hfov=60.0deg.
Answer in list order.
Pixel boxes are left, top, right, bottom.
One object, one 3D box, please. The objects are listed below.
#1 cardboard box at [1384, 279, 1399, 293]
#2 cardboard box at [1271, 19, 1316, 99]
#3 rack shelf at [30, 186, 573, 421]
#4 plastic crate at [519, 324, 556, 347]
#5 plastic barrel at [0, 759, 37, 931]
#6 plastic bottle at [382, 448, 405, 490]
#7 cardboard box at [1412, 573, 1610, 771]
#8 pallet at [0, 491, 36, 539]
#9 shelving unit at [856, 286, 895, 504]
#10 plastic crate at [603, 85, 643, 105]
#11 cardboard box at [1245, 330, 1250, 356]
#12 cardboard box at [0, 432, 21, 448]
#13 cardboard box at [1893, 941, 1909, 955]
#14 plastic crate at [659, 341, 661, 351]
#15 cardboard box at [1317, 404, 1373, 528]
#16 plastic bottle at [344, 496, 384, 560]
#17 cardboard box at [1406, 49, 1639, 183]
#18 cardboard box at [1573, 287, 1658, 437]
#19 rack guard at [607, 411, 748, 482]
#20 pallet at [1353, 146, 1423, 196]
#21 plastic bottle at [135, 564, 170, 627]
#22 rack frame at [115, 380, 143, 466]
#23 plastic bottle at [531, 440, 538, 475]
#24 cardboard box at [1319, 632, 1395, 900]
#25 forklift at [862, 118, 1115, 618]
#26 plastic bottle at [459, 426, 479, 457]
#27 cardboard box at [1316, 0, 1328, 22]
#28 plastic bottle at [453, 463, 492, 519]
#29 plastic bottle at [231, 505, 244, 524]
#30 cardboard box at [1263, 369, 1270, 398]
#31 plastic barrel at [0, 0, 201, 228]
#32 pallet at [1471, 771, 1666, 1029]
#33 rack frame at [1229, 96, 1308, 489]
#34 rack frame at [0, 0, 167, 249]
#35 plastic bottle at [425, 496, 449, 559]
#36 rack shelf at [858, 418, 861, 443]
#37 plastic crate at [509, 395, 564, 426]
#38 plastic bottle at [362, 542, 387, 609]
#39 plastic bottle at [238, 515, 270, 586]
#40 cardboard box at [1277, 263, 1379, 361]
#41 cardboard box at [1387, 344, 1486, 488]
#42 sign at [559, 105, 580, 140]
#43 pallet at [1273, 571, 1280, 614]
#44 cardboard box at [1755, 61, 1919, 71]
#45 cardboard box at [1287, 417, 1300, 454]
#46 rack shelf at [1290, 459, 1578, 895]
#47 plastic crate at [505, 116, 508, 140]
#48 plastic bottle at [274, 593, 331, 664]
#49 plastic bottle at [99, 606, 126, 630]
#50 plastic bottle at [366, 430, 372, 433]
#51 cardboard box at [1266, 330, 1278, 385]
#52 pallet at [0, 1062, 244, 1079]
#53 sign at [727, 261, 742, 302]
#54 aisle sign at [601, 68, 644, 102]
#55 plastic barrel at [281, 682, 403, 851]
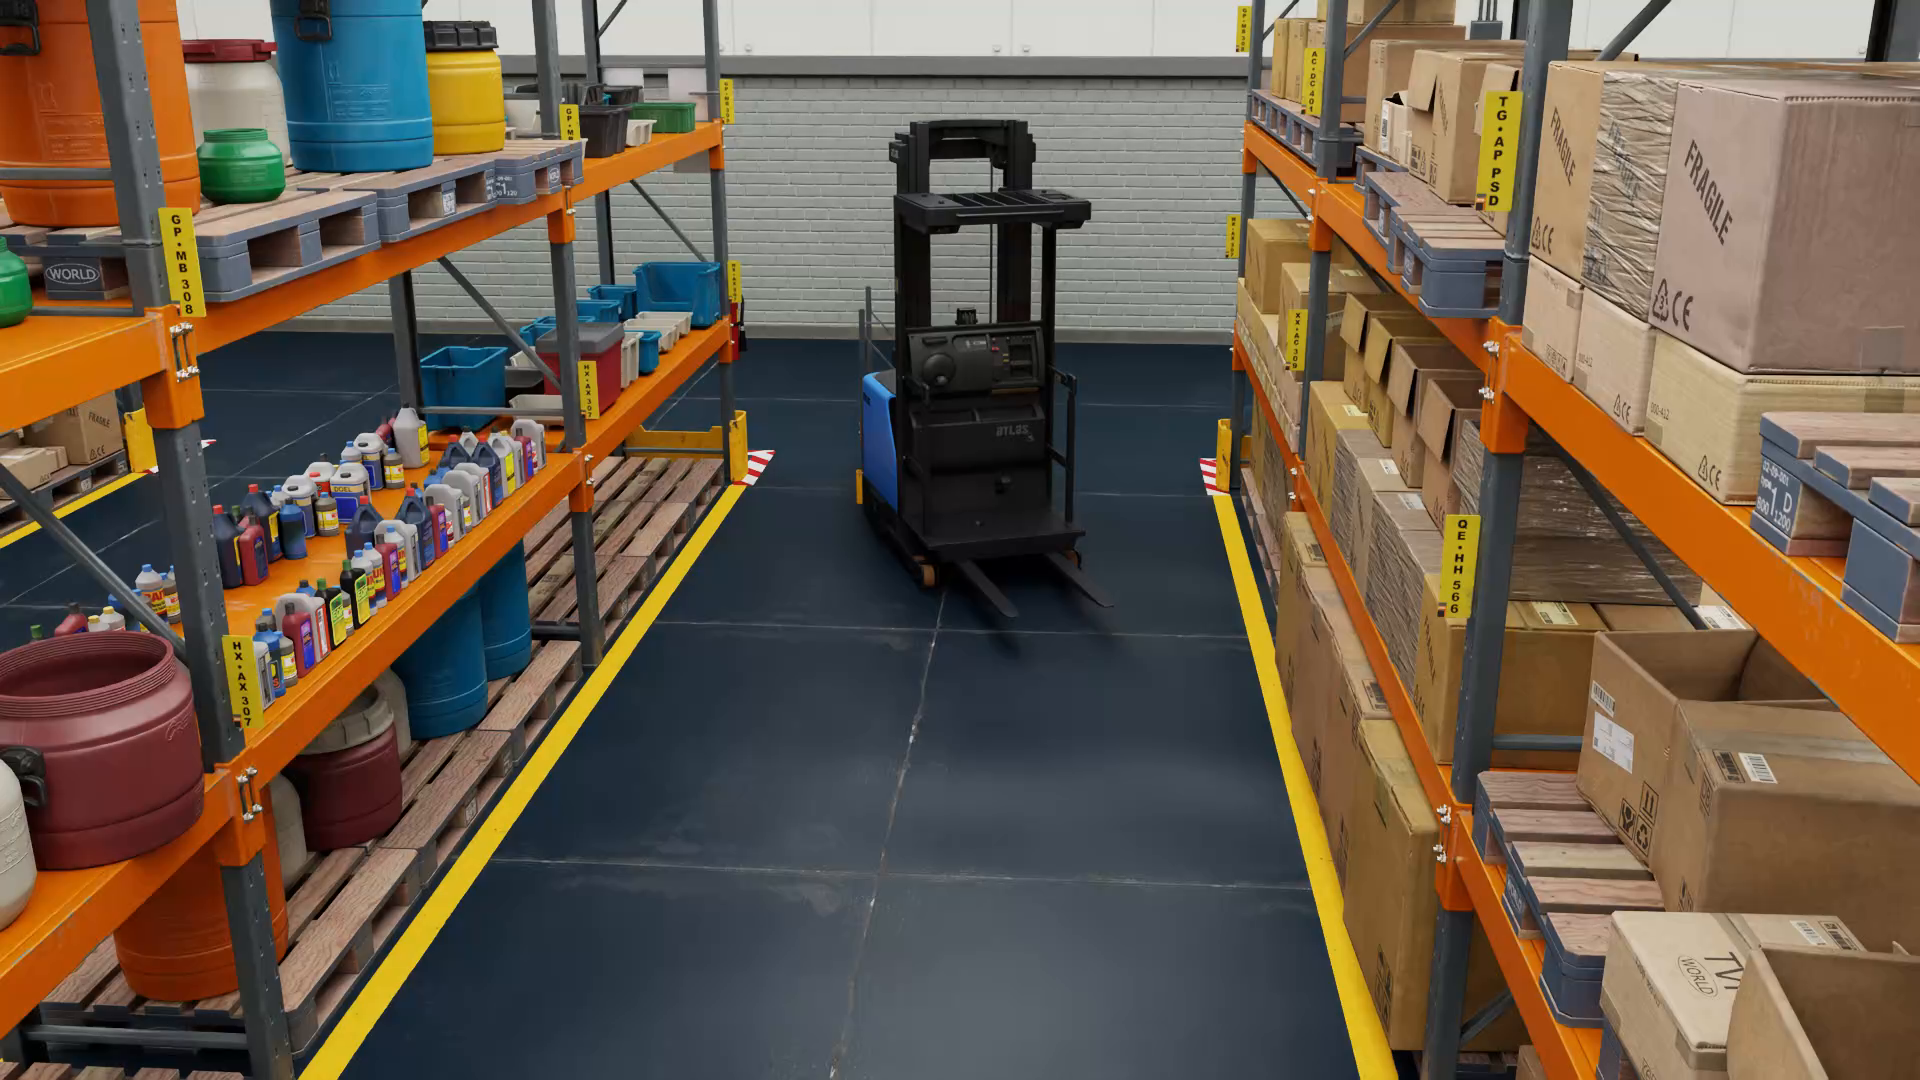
[{"bbox_3d":[2.629,-1.169,9.233,0.500,0.500,0.500,1,18,4],"label":"cardboard box"},{"bbox_3d":[2.482,-3.227,11.142,0.700,0.500,0.500,1,18,2],"label":"cardboard box"},{"bbox_3d":[-2.744,-1.173,7.022,1.077,0.370,4.000,1,18,4],"label":"rack shelf"},{"bbox_3d":[-2.776,-1.330,11.337,0.416,0.233,0.300,1,18,4],"label":"plastic crate"},{"bbox_3d":[-2.748,0.803,4.475,0.421,0.512,0.421,0,18,0],"label":"plastic barrel"},{"bbox_3d":[-2.915,-0.370,8.554,0.097,0.201,0.097,0,18,0],"label":"plastic bottle"},{"bbox_3d":[1.841,0.436,5.613,0.500,0.500,0.500,2,18,6],"label":"cardboard box"},{"bbox_3d":[-7.406,-0.090,11.859,1.003,0.211,1.213,1,18,4],"label":"pallet"},{"bbox_3d":[-0.503,-1.159,13.051,0.587,1.500,1.083,0,18,0],"label":"shelving unit"},{"bbox_3d":[-2.620,-3.202,12.272,0.497,0.269,0.590,1,18,4],"label":"plastic crate"},{"bbox_3d":[2.219,-1.379,11.719,0.380,0.149,0.250,1,18,3],"label":"cardboard box"},{"bbox_3d":[-7.612,-0.649,12.795,0.500,0.250,0.500,1,18,4],"label":"cardboard box"},{"bbox_3d":[2.202,1.031,3.501,0.396,0.266,0.258,1,18,2],"label":"cardboard box"},{"bbox_3d":[-2.226,-1.329,11.490,0.298,0.136,0.250,1,18,4],"label":"plastic crate"},{"bbox_3d":[2.022,-0.354,8.025,0.500,0.500,0.500,1,18,4],"label":"cardboard box"},{"bbox_3d":[-2.581,-0.013,7.226,0.144,0.351,0.185,1,18,4],"label":"plastic bottle"},{"bbox_3d":[2.178,-1.666,6.534,0.797,0.503,0.637,1,18,3],"label":"cardboard box"},{"bbox_3d":[1.728,-0.412,3.786,0.500,0.250,0.500,2,18,5],"label":"cardboard box"},{"bbox_3d":[-2.325,-0.772,13.477,1.175,0.500,0.348,1,18,4],"label":"rack guard"},{"bbox_3d":[2.323,-1.648,7.626,0.805,0.209,1.217,1,18,2],"label":"pallet"},{"bbox_3d":[-3.213,0.230,6.610,0.097,0.271,0.097,0,18,0],"label":"plastic bottle"},{"bbox_3d":[-7.255,-2.064,13.406,1.000,3.000,0.127,1,18,4],"label":"rack frame"},{"bbox_3d":[-2.288,-0.450,8.797,0.097,0.201,0.097,0,18,0],"label":"plastic bottle"},{"bbox_3d":[2.194,0.962,6.907,1.225,0.875,0.875,1,18,4],"label":"cardboard box"},{"bbox_3d":[0.178,-1.207,10.900,1.130,2.935,3.031,-5,19,-16],"label":"forklift"},{"bbox_3d":[-2.484,-0.397,8.397,0.144,0.351,0.185,1,18,4],"label":"plastic bottle"},{"bbox_3d":[2.471,-3.291,10.133,0.500,0.250,0.500,1,18,2],"label":"cardboard box"},{"bbox_3d":[-2.369,-0.252,8.073,0.152,0.276,0.135,1,18,4],"label":"plastic bottle"},{"bbox_3d":[-3.179,-0.001,7.297,0.061,0.283,0.133,1,18,4],"label":"plastic bottle"},{"bbox_3d":[2.126,-0.981,10.504,0.380,0.149,0.250,1,18,3],"label":"cardboard box"},{"bbox_3d":[-2.844,-1.473,5.420,0.600,0.830,0.708,1,18,4],"label":"plastic barrel"},{"bbox_3d":[2.108,0.958,4.492,1.213,0.211,1.003,1,18,4],"label":"pallet"},{"bbox_3d":[2.626,-1.842,12.727,1.000,3.000,0.127,1,18,4],"label":"rack frame"},{"bbox_3d":[-2.888,-2.319,4.548,1.000,3.000,0.127,1,18,4],"label":"rack frame"},{"bbox_3d":[-2.366,-0.068,7.502,0.061,0.283,0.133,1,18,4],"label":"plastic bottle"},{"bbox_3d":[-0.503,-0.985,13.098,0.538,0.185,1.000,0,18,0],"label":"rack shelf"},{"bbox_3d":[-2.425,-0.755,9.736,0.396,0.136,0.243,1,18,4],"label":"plastic crate"},{"bbox_3d":[-2.432,0.144,6.874,0.097,0.271,0.097,0,18,0],"label":"plastic bottle"},{"bbox_3d":[-3.045,0.043,7.161,0.061,0.283,0.133,1,18,4],"label":"plastic bottle"},{"bbox_3d":[2.146,-1.330,9.725,0.500,0.500,0.500,1,18,4],"label":"cardboard box"},{"bbox_3d":[2.212,-0.519,6.918,0.797,0.503,0.637,2,18,6],"label":"cardboard box"},{"bbox_3d":[-2.052,-2.127,8.765,0.100,0.325,0.005,1,18,4],"label":"sign"},{"bbox_3d":[2.472,0.491,10.085,1.003,0.211,1.213,1,18,4],"label":"pallet"},{"bbox_3d":[2.268,-0.914,4.115,0.500,0.500,0.500,2,18,5],"label":"cardboard box"},{"bbox_3d":[2.034,-0.582,9.286,0.380,0.149,0.250,1,18,4],"label":"cardboard box"},{"bbox_3d":[2.196,0.363,7.152,1.077,0.370,4.000,1,18,4],"label":"rack shelf"},{"bbox_3d":[-2.854,-2.346,9.717,0.416,0.233,0.300,1,18,4],"label":"plastic crate"},{"bbox_3d":[-2.501,0.320,6.328,0.152,0.276,0.135,1,18,4],"label":"plastic bottle"},{"bbox_3d":[-3.234,0.354,6.344,0.097,0.201,0.097,0,18,0],"label":"plastic bottle"},{"bbox_3d":[-3.059,-0.437,8.645,0.097,0.271,0.097,0,18,0],"label":"plastic bottle"},{"bbox_3d":[2.180,-1.132,10.324,0.500,0.250,0.500,2,18,5],"label":"cardboard box"},{"bbox_3d":[-2.982,2.097,5.184,1.003,0.211,1.213,1,18,4],"label":"pallet"},{"bbox_3d":[-1.764,-2.023,13.017,0.100,0.325,0.005,1,18,4],"label":"sign"},{"bbox_3d":[-2.605,-3.217,12.748,0.394,0.787,0.004,1,18,4],"label":"aisle sign"},{"bbox_3d":[-2.789,0.975,7.327,0.600,0.588,0.708,1,18,4],"label":"plastic barrel"}]
